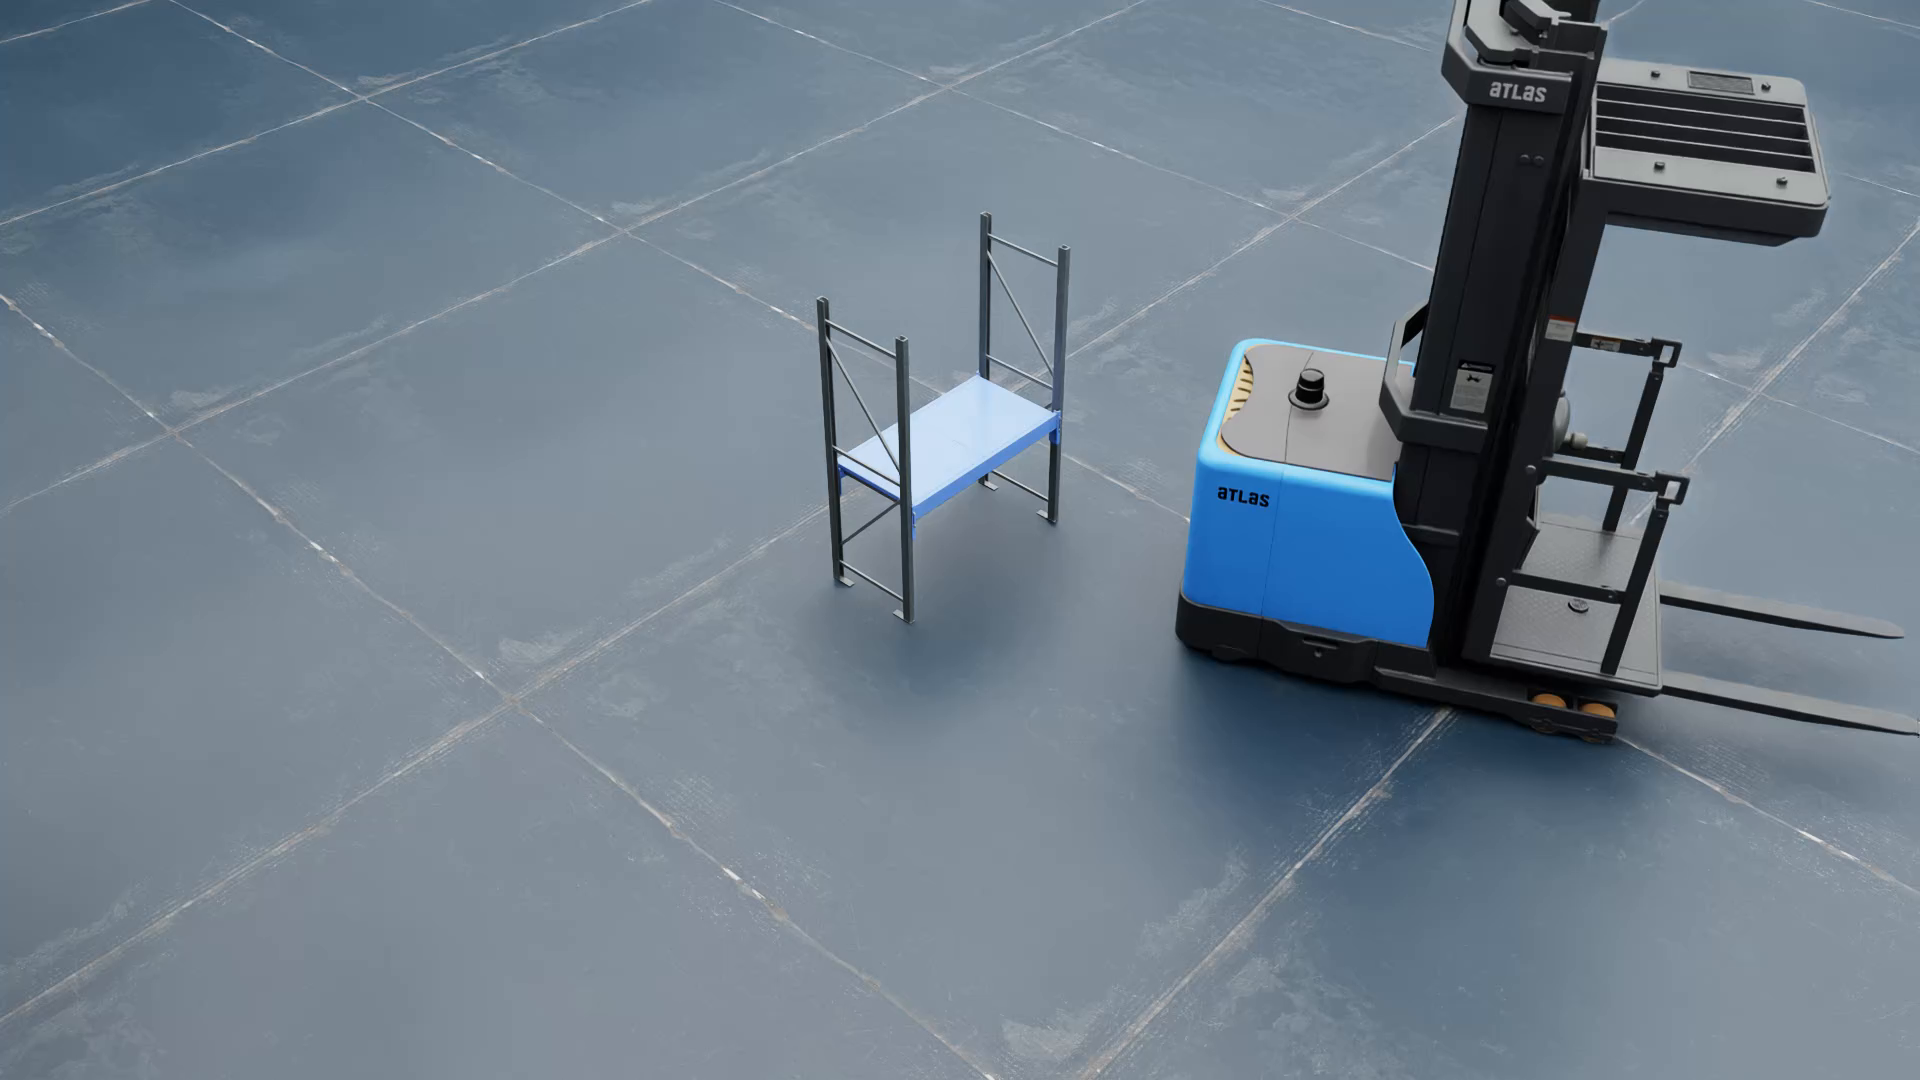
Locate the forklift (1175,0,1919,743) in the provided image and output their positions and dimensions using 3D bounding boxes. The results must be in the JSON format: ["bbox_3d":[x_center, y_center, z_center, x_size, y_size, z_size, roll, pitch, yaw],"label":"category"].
[{"bbox_3d":[2.534,-0.671,6.522,3.031,2.935,1.130,11,40,13],"label":"forklift"}]

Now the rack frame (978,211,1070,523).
[{"bbox_3d":[0.285,-0.781,7.811,0.500,1.500,0.032,30,47,32],"label":"rack frame"}]

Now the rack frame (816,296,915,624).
[{"bbox_3d":[-0.400,-0.314,7.224,0.500,1.500,0.032,30,47,32],"label":"rack frame"}]

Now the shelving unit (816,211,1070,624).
[{"bbox_3d":[-0.058,-0.548,7.517,0.538,1.500,1.048,30,47,32],"label":"shelving unit"}]

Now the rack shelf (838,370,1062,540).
[{"bbox_3d":[-0.058,-0.407,7.629,0.538,0.185,1.000,30,47,32],"label":"rack shelf"}]
